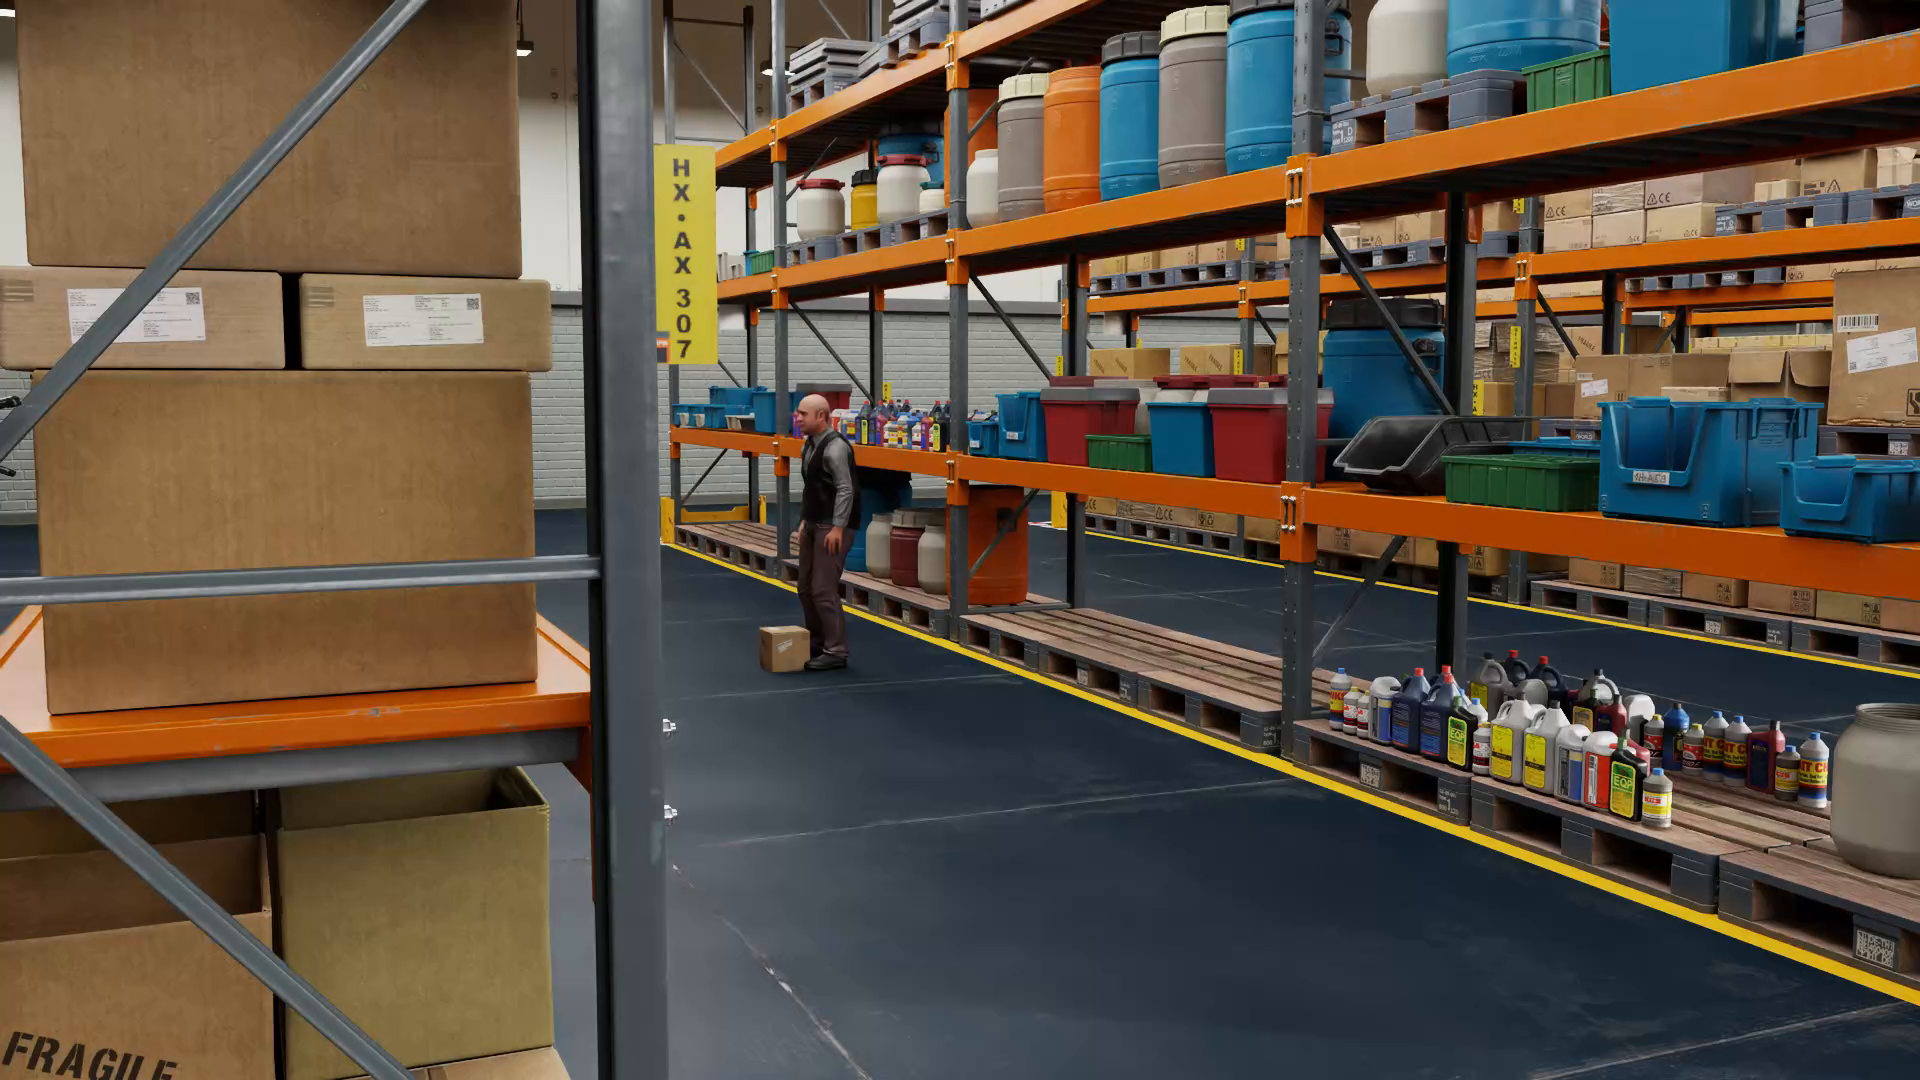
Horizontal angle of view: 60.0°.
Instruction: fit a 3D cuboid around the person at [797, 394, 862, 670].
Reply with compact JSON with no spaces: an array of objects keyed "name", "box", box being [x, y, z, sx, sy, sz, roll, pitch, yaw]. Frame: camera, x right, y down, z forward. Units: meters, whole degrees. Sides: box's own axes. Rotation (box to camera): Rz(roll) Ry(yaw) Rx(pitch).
[{"name":"person","box":[-0.846,-0.058,10.508,0.420,1.719,0.579,-3,6,-26]}]
